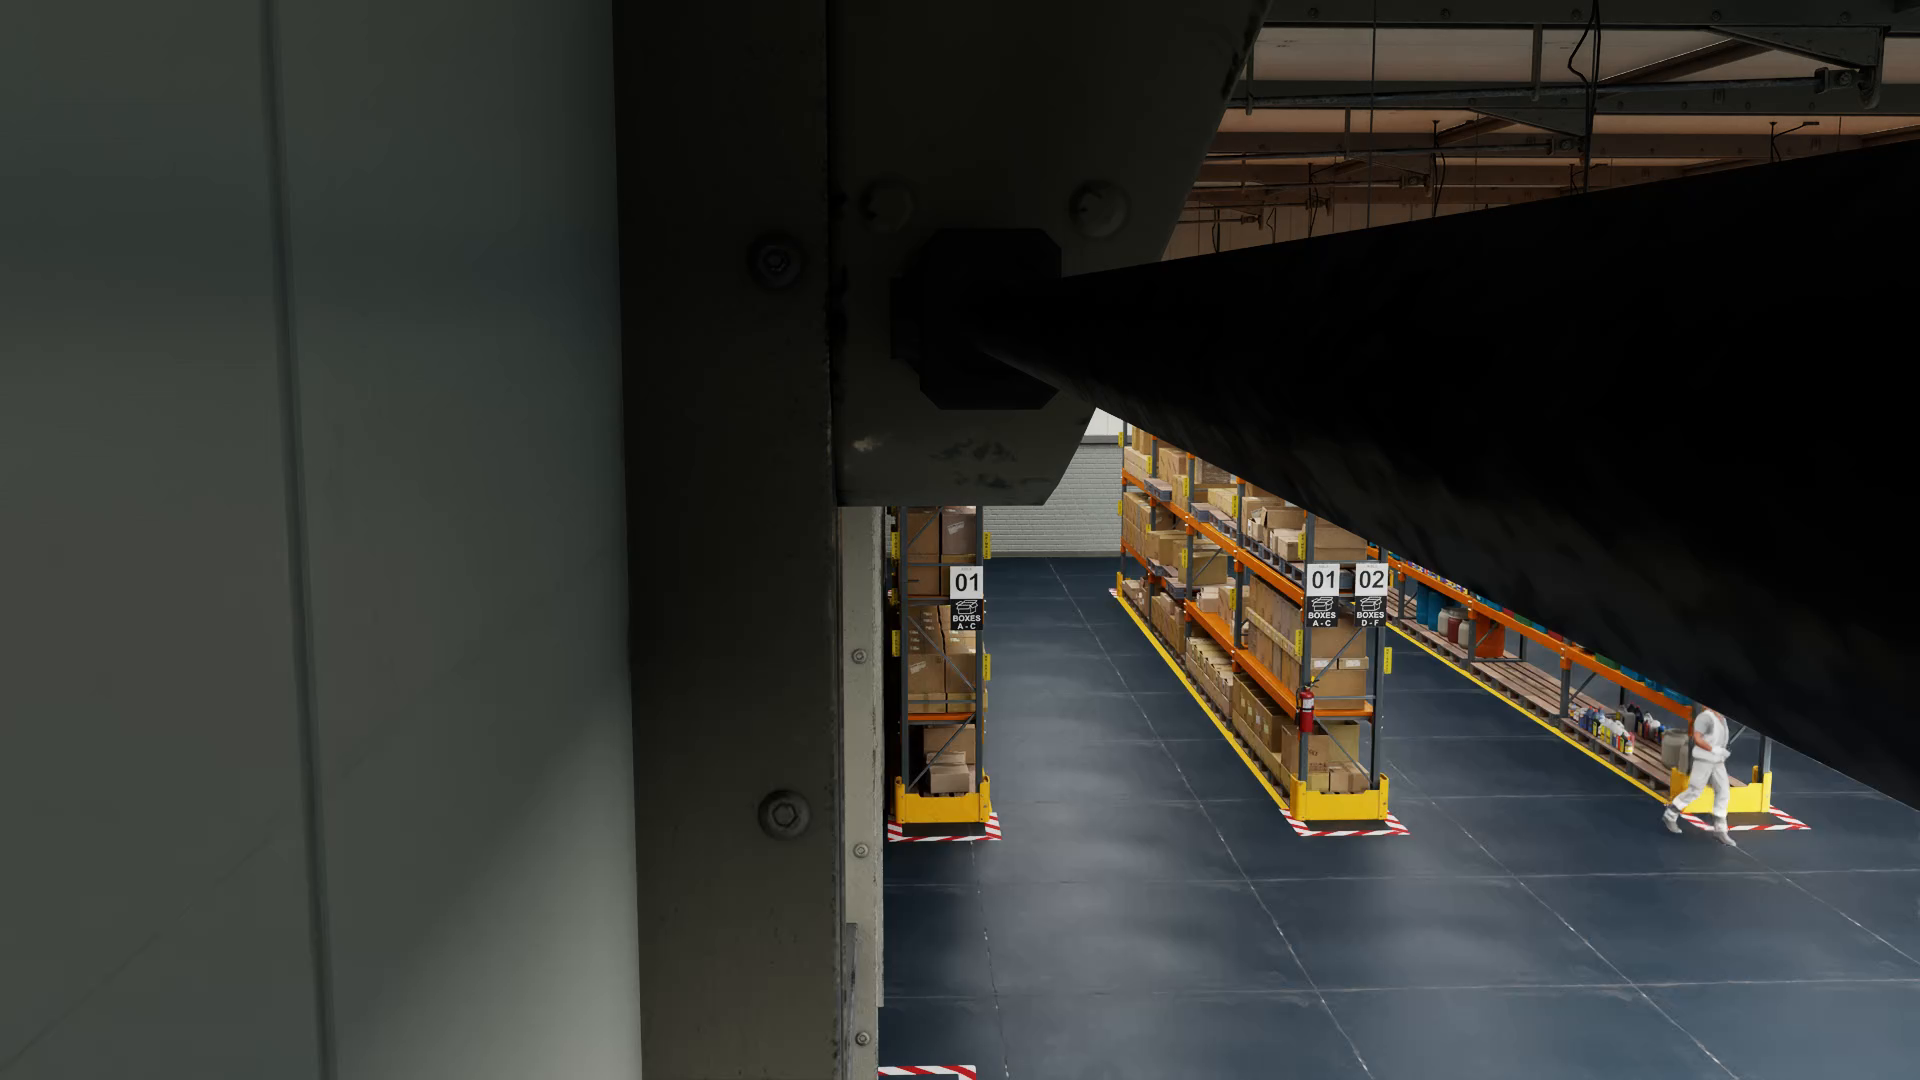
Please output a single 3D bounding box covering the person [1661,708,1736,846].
[{"bbox_3d":[8.962,2.659,19.849,0.725,1.794,0.864,-7,10,-39],"label":"person"}]
